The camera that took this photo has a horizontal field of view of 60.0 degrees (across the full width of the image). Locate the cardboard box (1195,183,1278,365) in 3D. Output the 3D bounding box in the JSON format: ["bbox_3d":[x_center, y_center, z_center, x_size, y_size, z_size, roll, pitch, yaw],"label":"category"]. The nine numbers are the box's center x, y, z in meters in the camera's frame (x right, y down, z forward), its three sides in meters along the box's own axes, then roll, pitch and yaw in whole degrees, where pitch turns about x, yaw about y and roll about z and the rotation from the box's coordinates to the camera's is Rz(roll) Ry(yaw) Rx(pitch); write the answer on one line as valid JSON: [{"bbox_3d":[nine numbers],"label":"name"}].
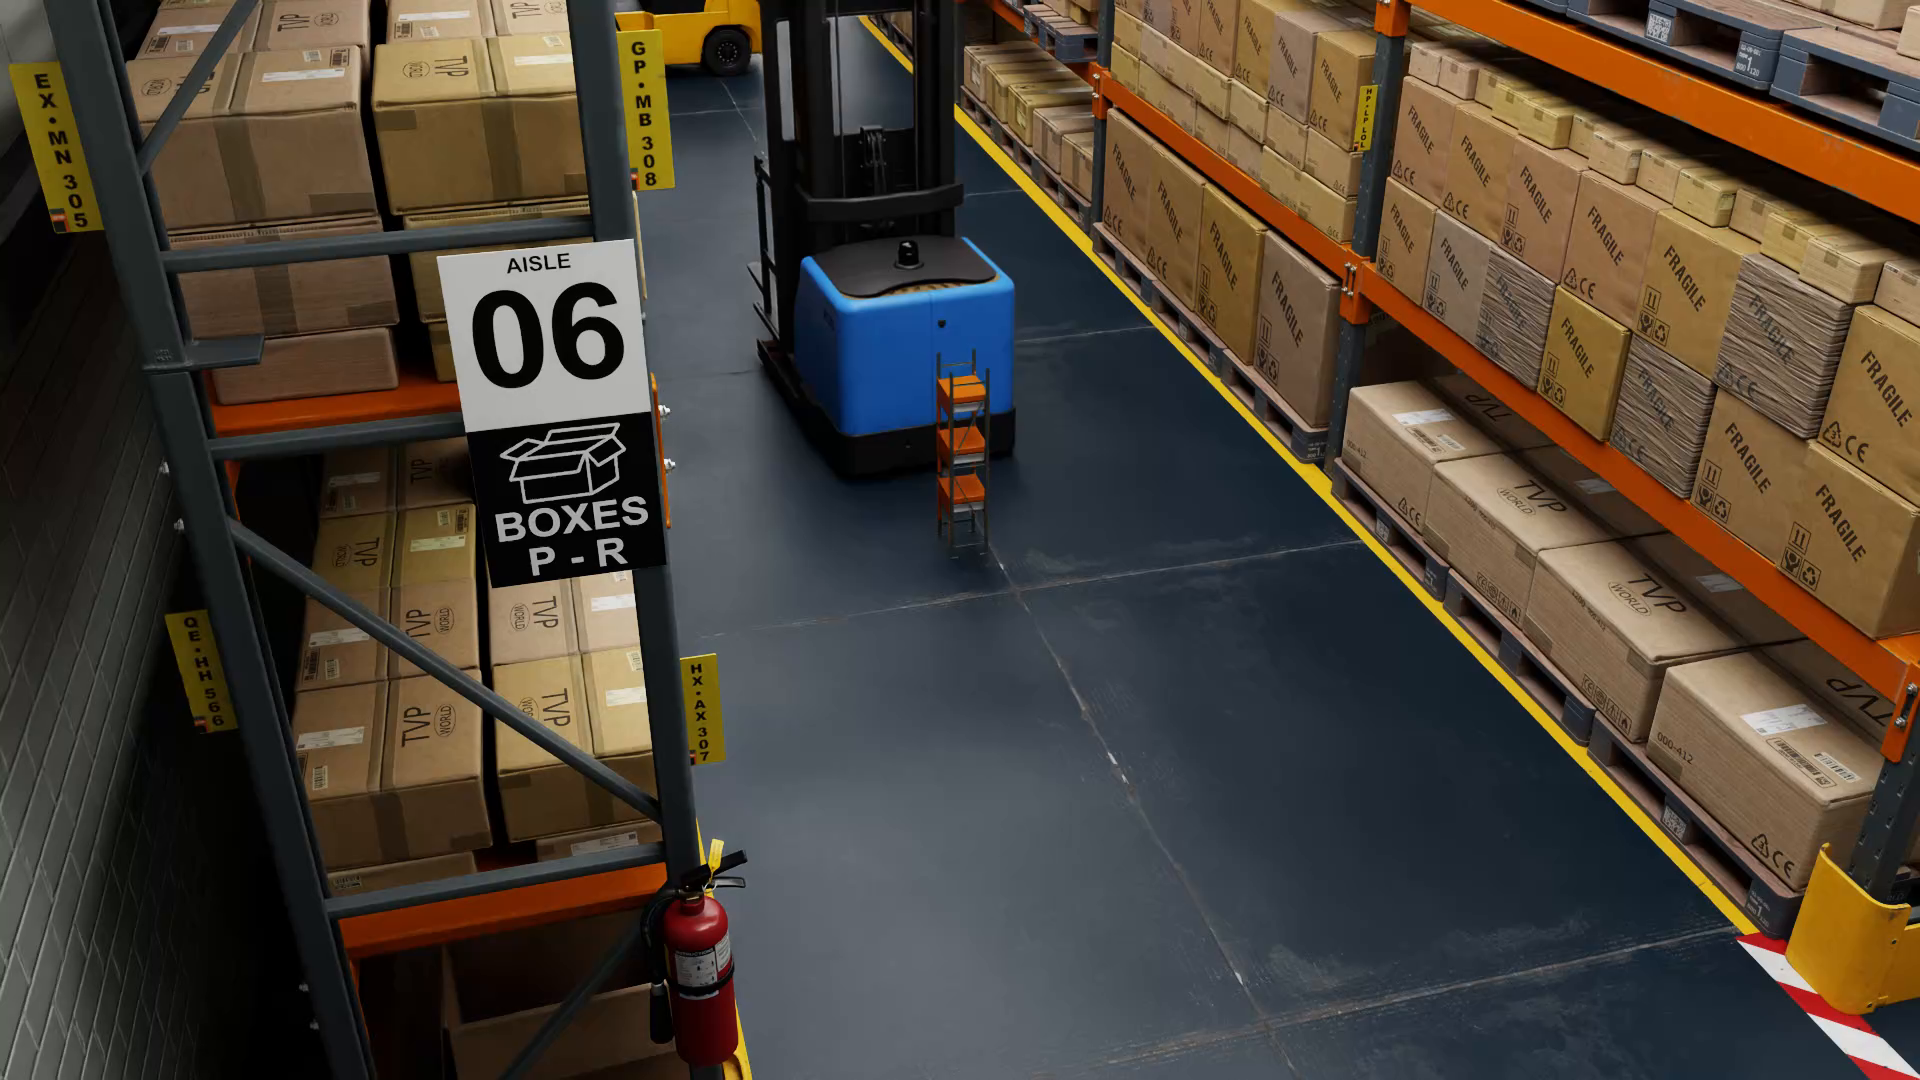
[{"bbox_3d":[2.064,-1.706,10.405,0.875,0.875,0.875,-7,31,-12],"label":"cardboard box"}]

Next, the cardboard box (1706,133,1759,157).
[{"bbox_3d":[3.300,-1.628,6.823,0.380,0.149,0.250,-8,31,-13],"label":"cardboard box"}]

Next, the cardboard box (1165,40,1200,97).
[{"bbox_3d":[1.644,-3.034,10.648,0.500,0.250,0.500,-8,31,-13],"label":"cardboard box"}]

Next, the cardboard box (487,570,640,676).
[{"bbox_3d":[-1.164,0.311,5.071,0.500,0.250,0.500,-8,31,-13],"label":"cardboard box"}]

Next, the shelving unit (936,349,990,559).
[{"bbox_3d":[0.014,-0.429,8.442,0.215,1.050,0.252,-8,31,-13],"label":"shelving unit"}]

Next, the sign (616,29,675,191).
[{"bbox_3d":[-0.647,-0.875,3.401,0.100,0.325,0.005,-8,31,-13],"label":"sign"}]

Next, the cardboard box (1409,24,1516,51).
[{"bbox_3d":[2.714,-2.447,8.885,0.500,0.500,0.500,-7,31,-13],"label":"cardboard box"}]

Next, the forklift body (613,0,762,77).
[{"bbox_3d":[-3.154,-5.813,16.647,2.313,2.155,1.214,-8,31,-13],"label":"forklift body"}]

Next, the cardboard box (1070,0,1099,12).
[{"bbox_3d":[1.103,-4.188,12.176,0.500,0.500,0.500,-9,31,-15],"label":"cardboard box"}]

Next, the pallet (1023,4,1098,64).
[{"bbox_3d":[1.200,-3.899,12.683,1.213,0.211,1.003,-8,31,-13],"label":"pallet"}]

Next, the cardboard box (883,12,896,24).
[{"bbox_3d":[-0.556,-5.834,18.160,0.500,0.250,0.500,-7,31,-11],"label":"cardboard box"}]

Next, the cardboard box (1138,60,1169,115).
[{"bbox_3d":[1.532,-3.072,11.212,0.500,0.250,0.500,-9,31,-15],"label":"cardboard box"}]

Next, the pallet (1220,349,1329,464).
[{"bbox_3d":[2.276,-0.876,10.053,1.003,0.211,1.213,-8,31,-13],"label":"pallet"}]

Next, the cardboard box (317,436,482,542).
[{"bbox_3d":[-1.949,-0.119,5.813,0.500,0.250,0.500,-8,31,-13],"label":"cardboard box"}]

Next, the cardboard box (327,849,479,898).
[{"bbox_3d":[-1.517,0.858,4.524,0.380,0.149,0.250,-8,31,-14],"label":"cardboard box"}]

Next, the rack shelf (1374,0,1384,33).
[{"bbox_3d":[2.022,-3.673,9.825,1.077,0.370,4.000,-8,31,-13],"label":"rack shelf"}]

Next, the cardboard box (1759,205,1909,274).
[{"bbox_3d":[3.059,-1.052,5.827,0.380,0.149,0.250,-7,31,-12],"label":"cardboard box"}]

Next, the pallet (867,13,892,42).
[{"bbox_3d":[-0.430,-5.875,18.690,1.003,0.211,1.213,-8,31,-13],"label":"pallet"}]

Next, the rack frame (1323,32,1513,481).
[{"bbox_3d":[2.553,-1.720,8.727,1.000,3.000,0.127,-8,31,-13],"label":"rack frame"}]

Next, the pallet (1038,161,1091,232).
[{"bbox_3d":[1.285,-2.823,13.416,1.003,0.211,1.213,-8,31,-13],"label":"pallet"}]

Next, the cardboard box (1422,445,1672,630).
[{"bbox_3d":[2.855,-0.043,7.969,0.875,0.438,0.875,-9,31,-15],"label":"cardboard box"}]

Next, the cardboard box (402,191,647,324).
[{"bbox_3d":[-1.024,-0.739,3.891,0.500,0.250,0.500,-8,31,-14],"label":"cardboard box"}]

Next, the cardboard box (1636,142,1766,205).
[{"bbox_3d":[2.883,-1.430,6.481,0.380,0.149,0.250,-7,31,-12],"label":"cardboard box"}]

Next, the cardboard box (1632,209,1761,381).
[{"bbox_3d":[2.962,-0.953,6.305,0.500,0.500,0.500,-8,31,-14],"label":"cardboard box"}]

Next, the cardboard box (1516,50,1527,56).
[{"bbox_3d":[2.942,-2.370,8.106,0.380,0.149,0.250,-8,31,-14],"label":"cardboard box"}]

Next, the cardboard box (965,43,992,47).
[{"bbox_3d":[0.014,-4.825,16.418,0.500,0.250,0.500,-6,31,-11],"label":"cardboard box"}]

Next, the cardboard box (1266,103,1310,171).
[{"bbox_3d":[2.062,-2.293,9.367,0.500,0.250,0.500,-7,31,-12],"label":"cardboard box"}]

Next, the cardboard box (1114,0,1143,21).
[{"bbox_3d":[1.387,-3.857,11.322,0.500,0.500,0.500,-9,31,-15],"label":"cardboard box"}]

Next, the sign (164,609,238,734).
[{"bbox_3d":[-1.710,0.300,3.766,0.100,0.325,0.005,-8,31,-13],"label":"sign"}]

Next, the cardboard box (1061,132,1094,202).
[{"bbox_3d":[1.351,-2.971,13.092,0.950,0.372,0.625,-10,32,-17],"label":"cardboard box"}]

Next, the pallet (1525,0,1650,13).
[{"bbox_3d":[2.760,-2.583,7.313,1.003,0.211,1.213,-8,31,-13],"label":"pallet"}]

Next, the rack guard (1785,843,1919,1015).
[{"bbox_3d":[3.621,1.305,5.996,1.175,0.500,0.348,-8,31,-13],"label":"rack guard"}]

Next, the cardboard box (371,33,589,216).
[{"bbox_3d":[-1.045,-0.953,3.761,0.500,0.250,0.500,-8,31,-14],"label":"cardboard box"}]

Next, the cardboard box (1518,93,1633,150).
[{"bbox_3d":[2.628,-1.790,7.103,0.380,0.149,0.250,-9,31,-15],"label":"cardboard box"}]

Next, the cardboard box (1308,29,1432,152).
[{"bbox_3d":[2.193,-2.379,8.767,0.500,0.500,0.500,-7,31,-12],"label":"cardboard box"}]

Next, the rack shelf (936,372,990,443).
[{"bbox_3d":[0.014,-0.665,8.306,0.215,0.259,0.240,-8,31,-13],"label":"rack shelf"}]

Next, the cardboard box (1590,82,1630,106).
[{"bbox_3d":[3.048,-1.987,7.443,0.380,0.149,0.250,-8,31,-14],"label":"cardboard box"}]

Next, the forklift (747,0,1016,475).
[{"bbox_3d":[-0.659,-2.357,9.896,1.130,2.935,3.031,-10,32,-17],"label":"forklift"}]

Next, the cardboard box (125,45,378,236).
[{"bbox_3d":[-1.557,-0.882,3.640,0.500,0.250,0.500,-9,31,-15],"label":"cardboard box"}]

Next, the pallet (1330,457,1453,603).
[{"bbox_3d":[2.680,-0.136,8.774,1.003,0.211,1.213,-8,31,-13],"label":"pallet"}]

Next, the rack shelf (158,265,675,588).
[{"bbox_3d":[-1.701,-1.079,5.344,1.077,0.370,4.000,-8,31,-13],"label":"rack shelf"}]

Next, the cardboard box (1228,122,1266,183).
[{"bbox_3d":[1.941,-2.331,9.932,0.500,0.250,0.500,-9,31,-15],"label":"cardboard box"}]

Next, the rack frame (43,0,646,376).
[{"bbox_3d":[-1.170,-1.723,2.744,1.000,3.000,0.127,-8,31,-13],"label":"rack frame"}]

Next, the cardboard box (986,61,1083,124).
[{"bbox_3d":[0.766,-4.029,14.920,0.950,0.372,0.625,-6,31,-10],"label":"cardboard box"}]

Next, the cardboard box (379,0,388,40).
[{"bbox_3d":[-1.948,-1.626,4.925,0.500,0.250,0.500,-8,31,-13],"label":"cardboard box"}]

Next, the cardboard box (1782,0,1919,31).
[{"bbox_3d":[3.266,-2.002,5.791,0.500,0.311,0.500,-7,31,-12],"label":"cardboard box"}]

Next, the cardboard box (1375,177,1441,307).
[{"bbox_3d":[2.425,-1.502,8.251,0.500,0.500,0.500,-7,31,-12],"label":"cardboard box"}]

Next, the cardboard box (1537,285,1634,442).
[{"bbox_3d":[2.817,-0.768,6.984,0.500,0.500,0.500,-7,31,-12],"label":"cardboard box"}]

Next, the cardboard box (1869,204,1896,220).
[{"bbox_3d":[3.483,-1.256,6.180,0.380,0.149,0.250,-8,31,-13],"label":"cardboard box"}]

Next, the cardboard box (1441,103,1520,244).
[{"bbox_3d":[2.574,-1.689,7.576,0.500,0.500,0.500,-8,31,-14],"label":"cardboard box"}]

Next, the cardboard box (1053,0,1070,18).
[{"bbox_3d":[0.927,-4.088,12.649,0.380,0.149,0.250,-8,31,-14],"label":"cardboard box"}]

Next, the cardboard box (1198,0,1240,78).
[{"bbox_3d":[1.781,-3.123,10.053,0.500,0.500,0.500,-7,31,-12],"label":"cardboard box"}]

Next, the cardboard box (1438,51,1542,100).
[{"bbox_3d":[2.470,-2.168,7.756,0.380,0.149,0.250,-7,31,-13],"label":"cardboard box"}]

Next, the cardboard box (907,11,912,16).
[{"bbox_3d":[-0.259,-5.642,17.080,0.500,0.500,0.500,-6,31,-11],"label":"cardboard box"}]

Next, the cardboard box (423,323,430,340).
[{"bbox_3d":[-1.125,-0.624,4.090,0.380,0.149,0.250,-7,31,-12],"label":"cardboard box"}]

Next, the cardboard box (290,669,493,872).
[{"bbox_3d":[-1.548,0.623,4.532,0.500,0.250,0.500,-7,31,-12],"label":"cardboard box"}]

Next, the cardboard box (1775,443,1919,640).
[{"bbox_3d":[3.232,-0.029,5.706,0.500,0.500,0.500,-8,31,-13],"label":"cardboard box"}]
